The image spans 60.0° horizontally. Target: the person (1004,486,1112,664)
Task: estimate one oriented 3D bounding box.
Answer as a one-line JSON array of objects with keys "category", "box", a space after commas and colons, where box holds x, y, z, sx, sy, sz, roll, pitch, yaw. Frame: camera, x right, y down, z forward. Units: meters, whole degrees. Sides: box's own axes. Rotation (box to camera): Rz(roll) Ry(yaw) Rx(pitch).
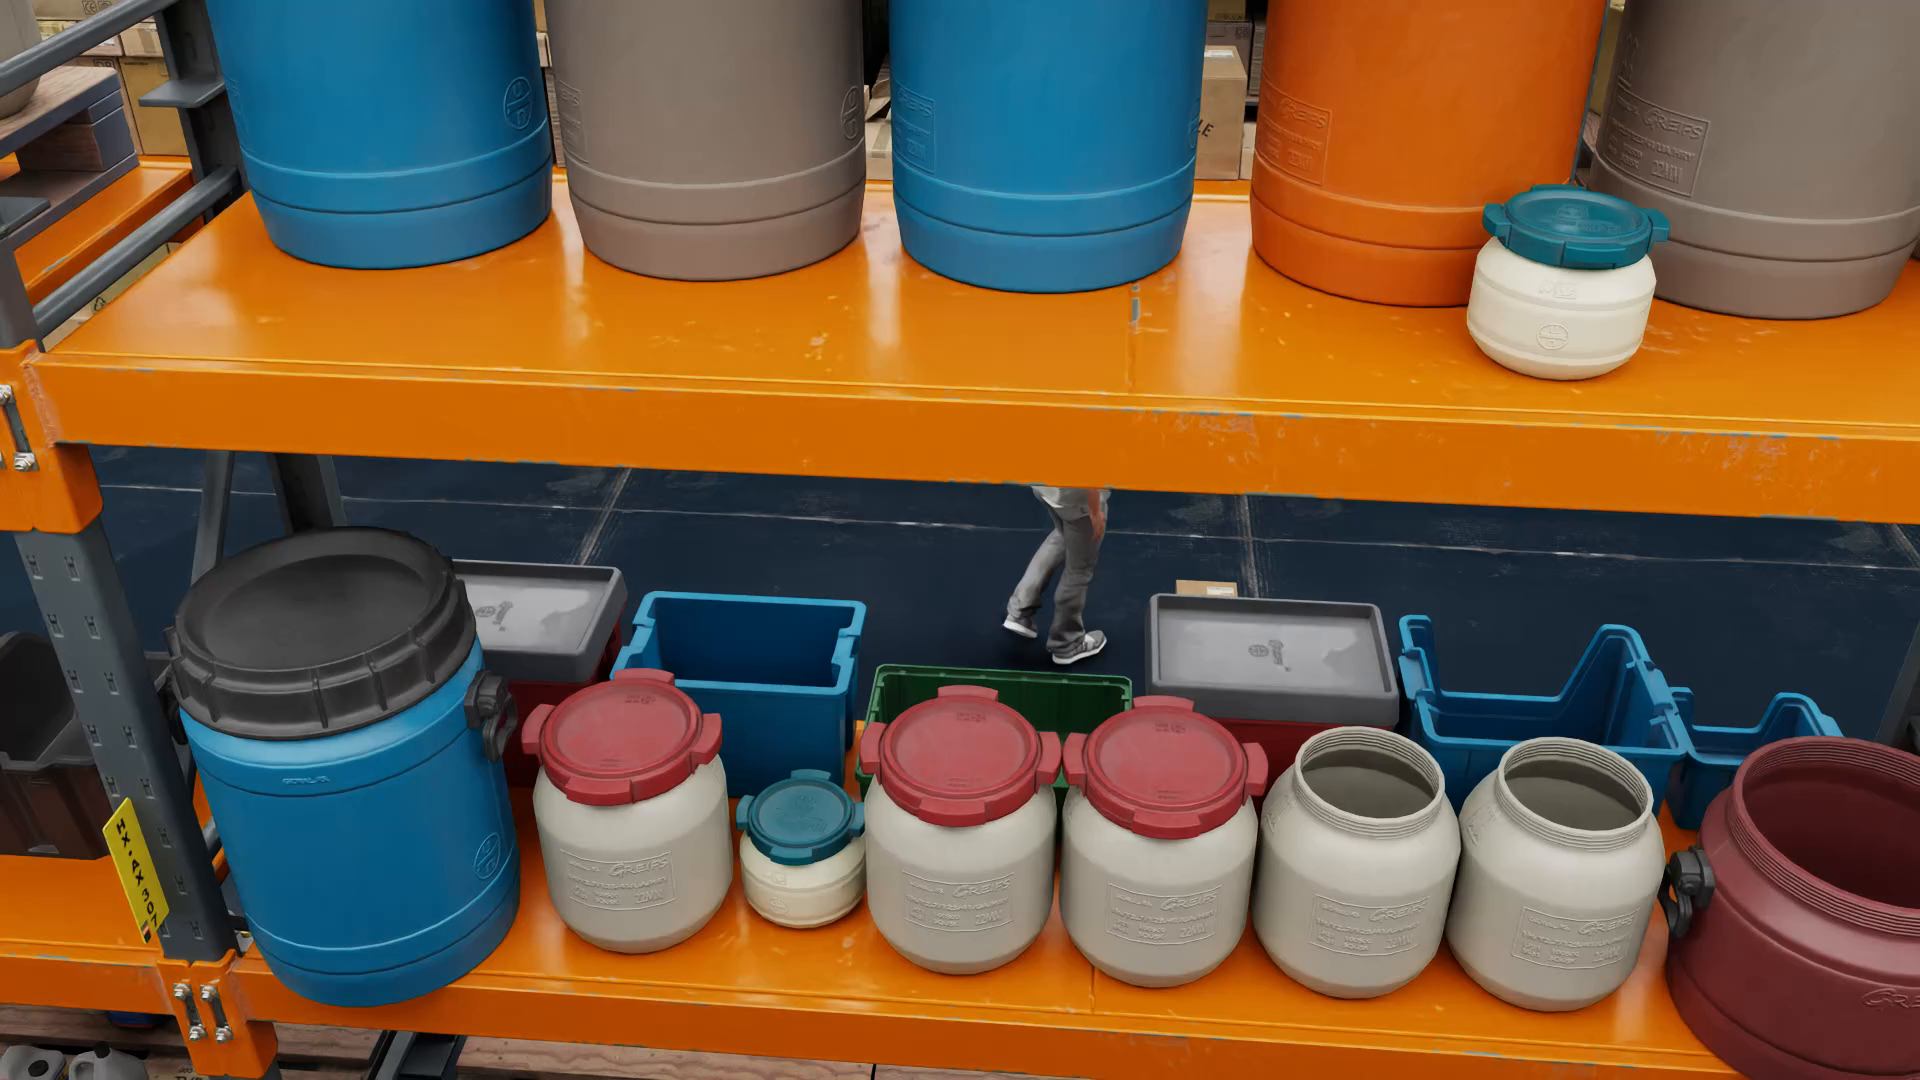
[{"category": "person", "box": [0.424, -0.191, 6.426, 0.419, 1.598, 0.435, -21, 38, -29]}]
